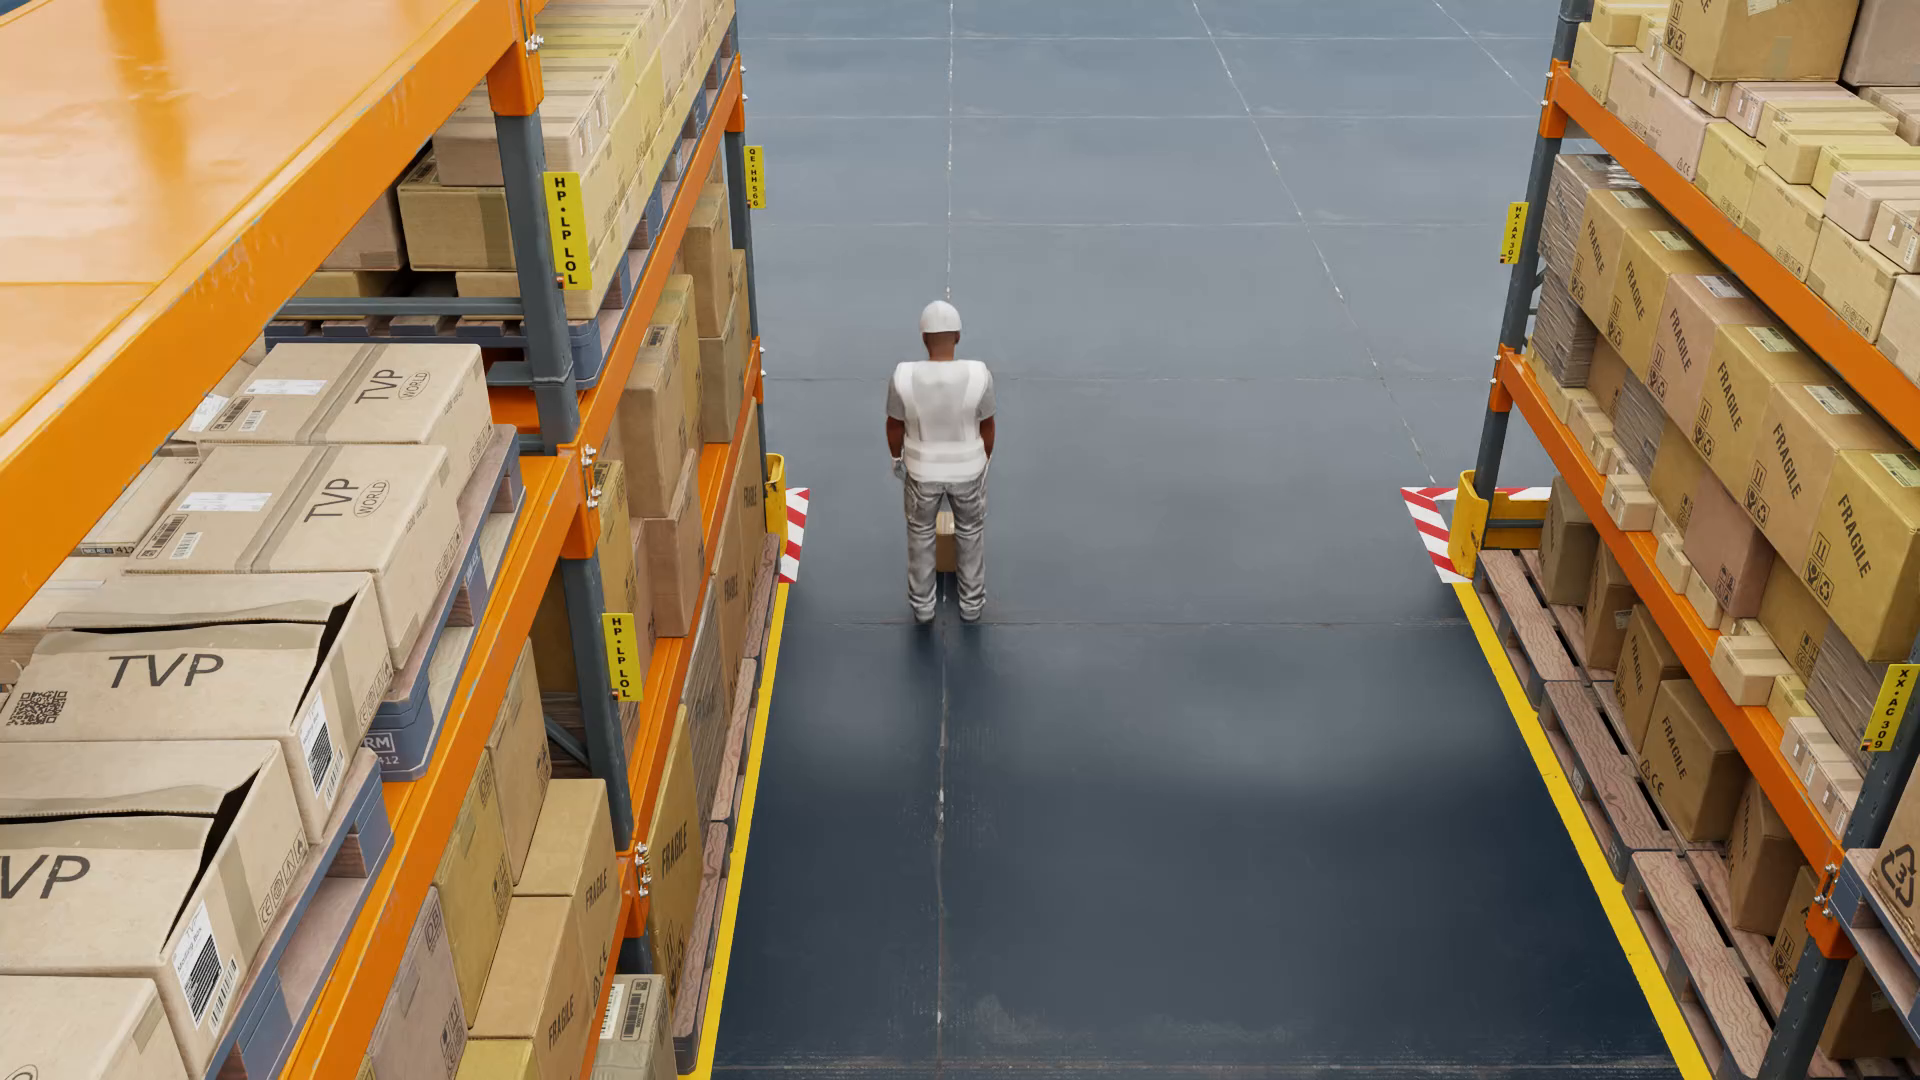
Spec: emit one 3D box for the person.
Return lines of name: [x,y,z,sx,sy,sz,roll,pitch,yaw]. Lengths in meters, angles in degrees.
person: [-0.097,-0.382,8.570,0.554,1.769,0.379,0,31,1]
